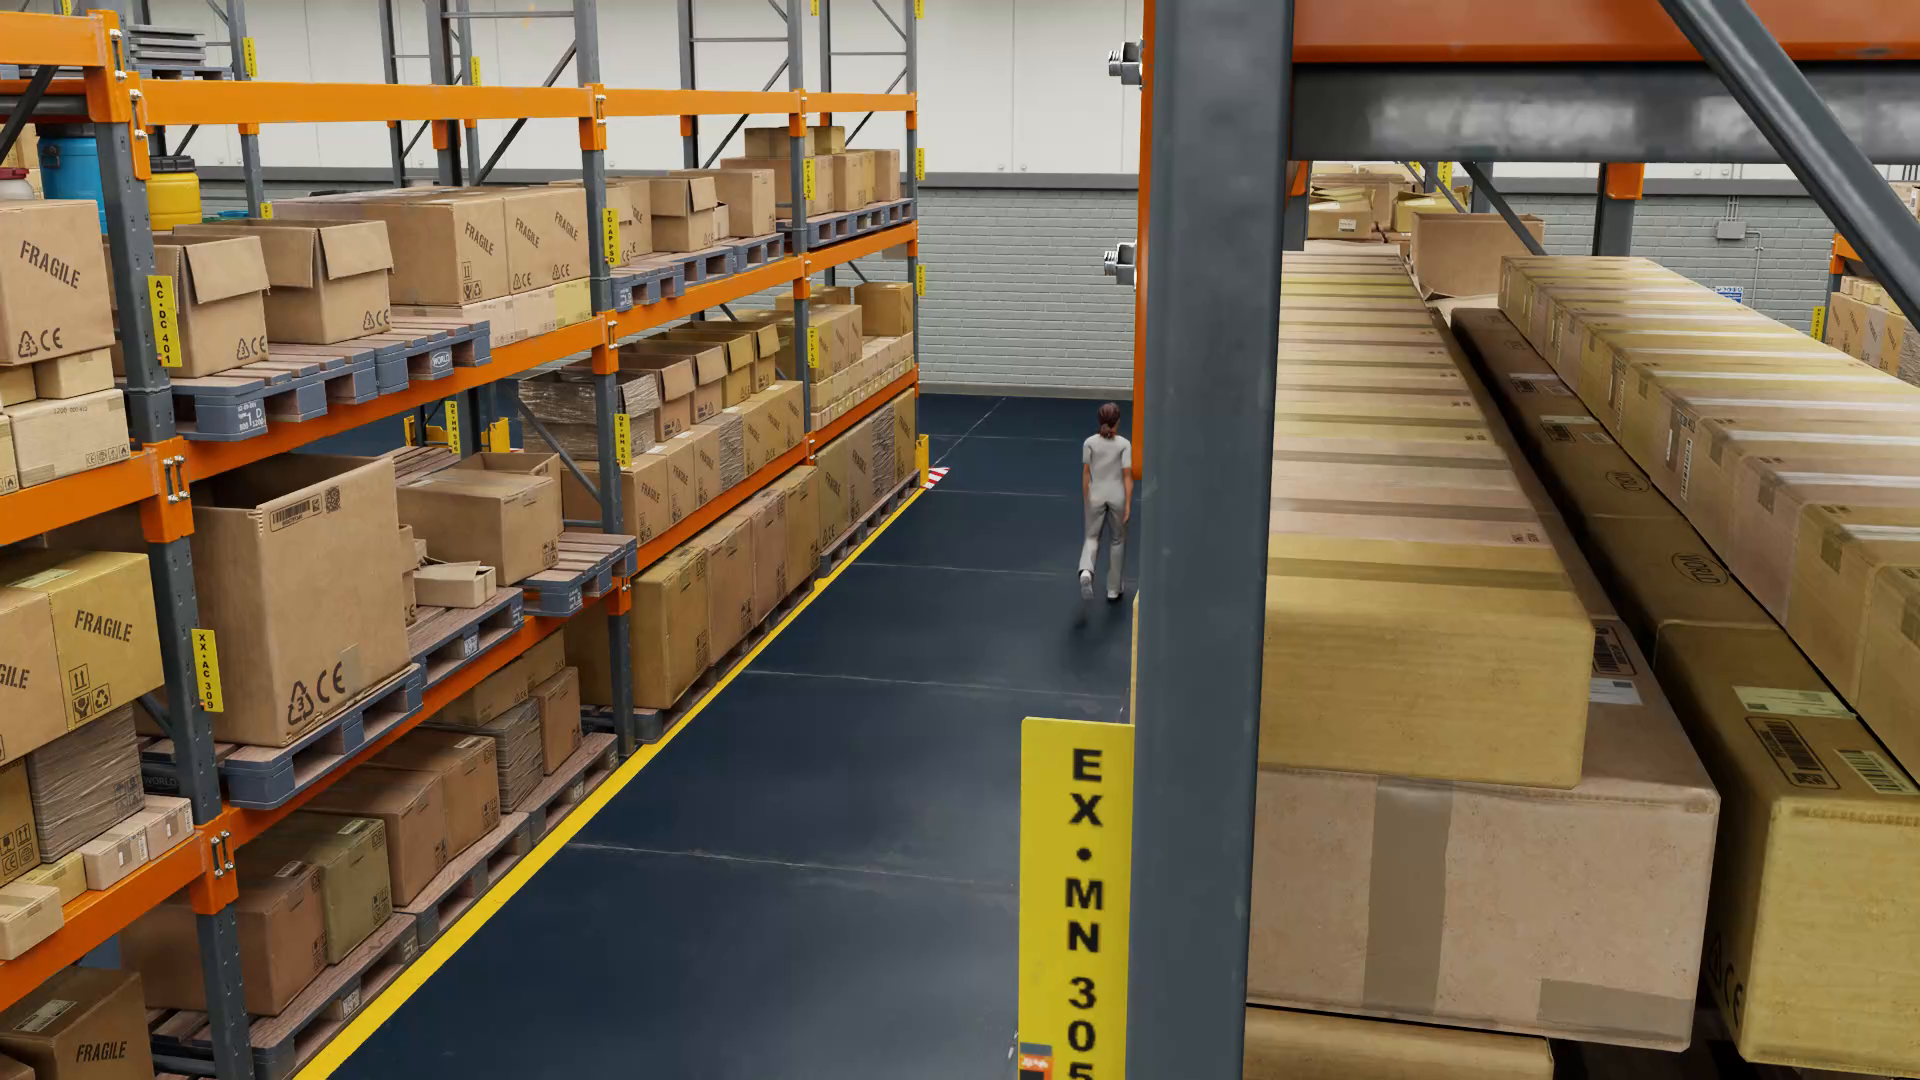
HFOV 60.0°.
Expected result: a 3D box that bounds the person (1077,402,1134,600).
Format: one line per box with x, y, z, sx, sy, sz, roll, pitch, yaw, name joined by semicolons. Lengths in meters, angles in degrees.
1.199;-0.285;13.591;0.438;1.633;0.752;3;15;13;person
